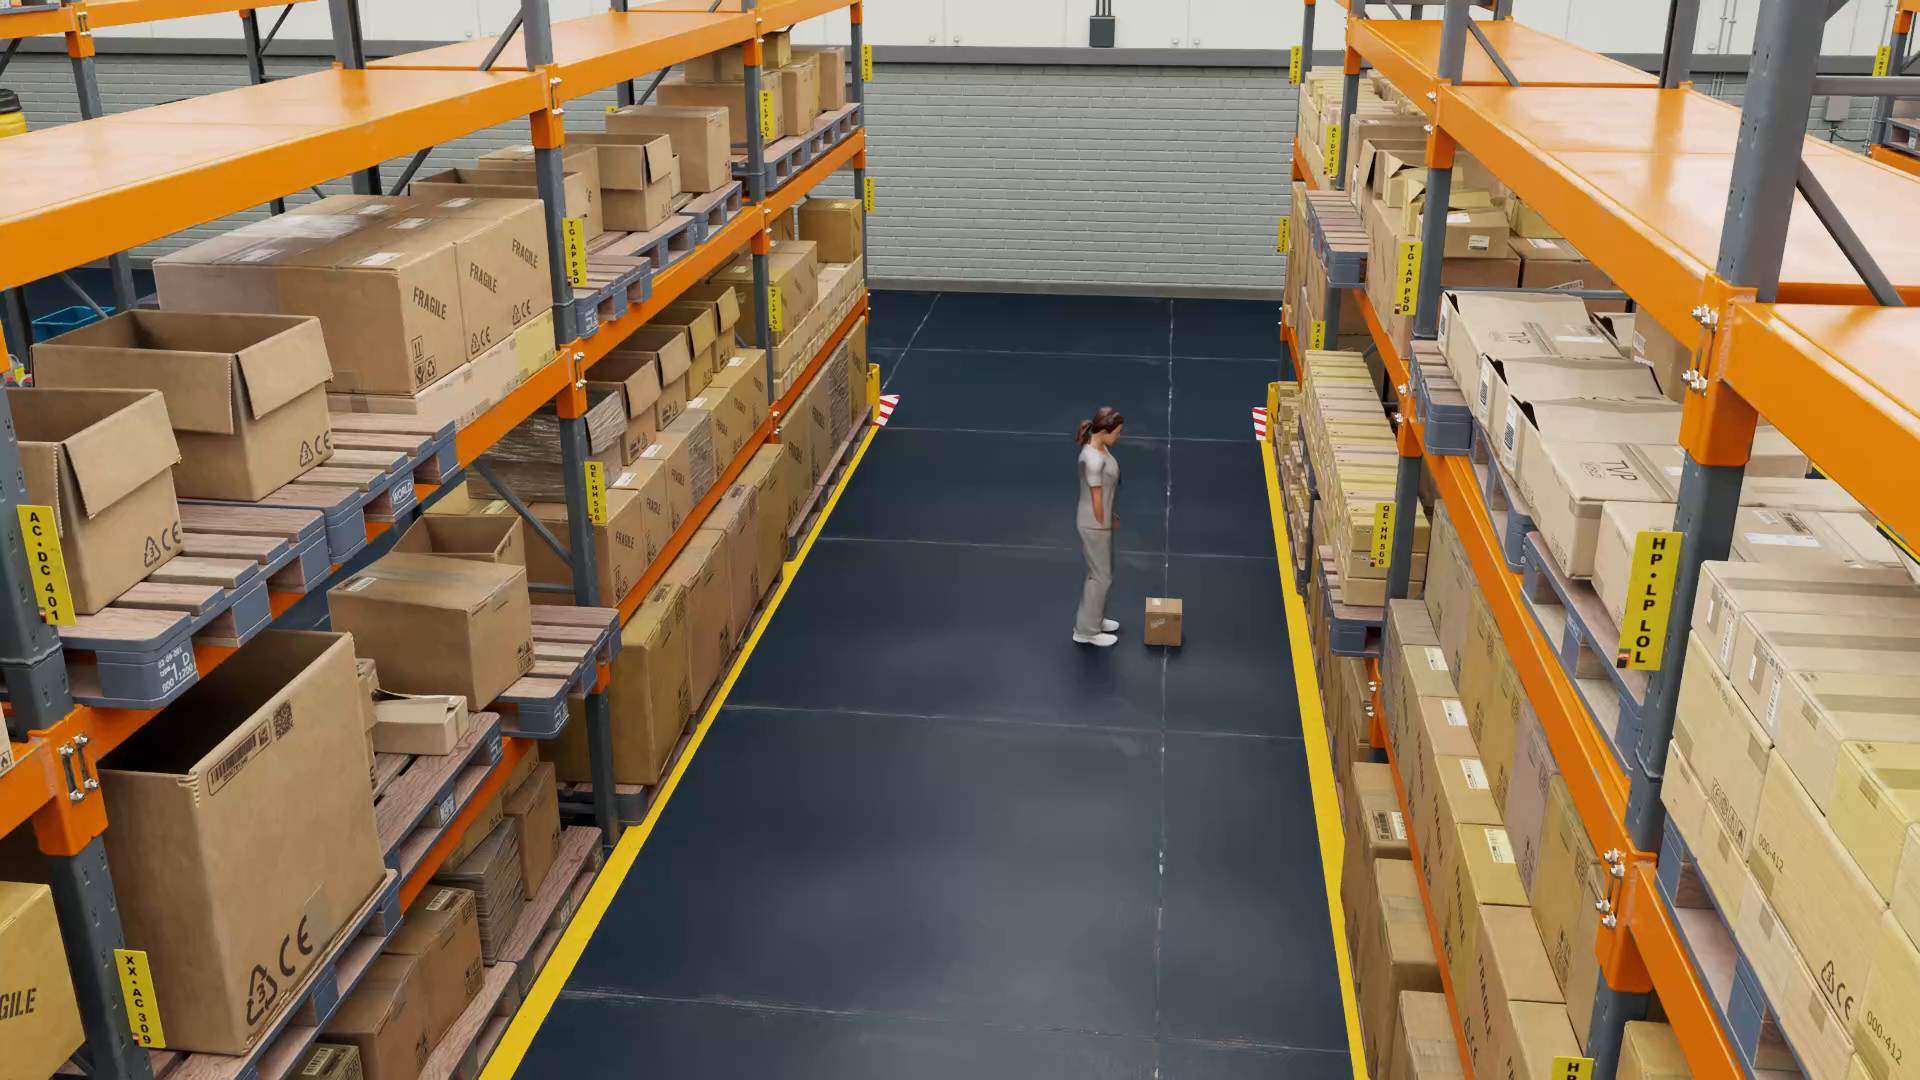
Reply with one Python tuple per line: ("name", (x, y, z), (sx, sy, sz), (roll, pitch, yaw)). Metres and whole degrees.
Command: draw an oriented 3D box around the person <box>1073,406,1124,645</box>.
("person", (0.938, -0.115, 11.405), (0.352, 1.666, 0.447), (3, 21, 7))
